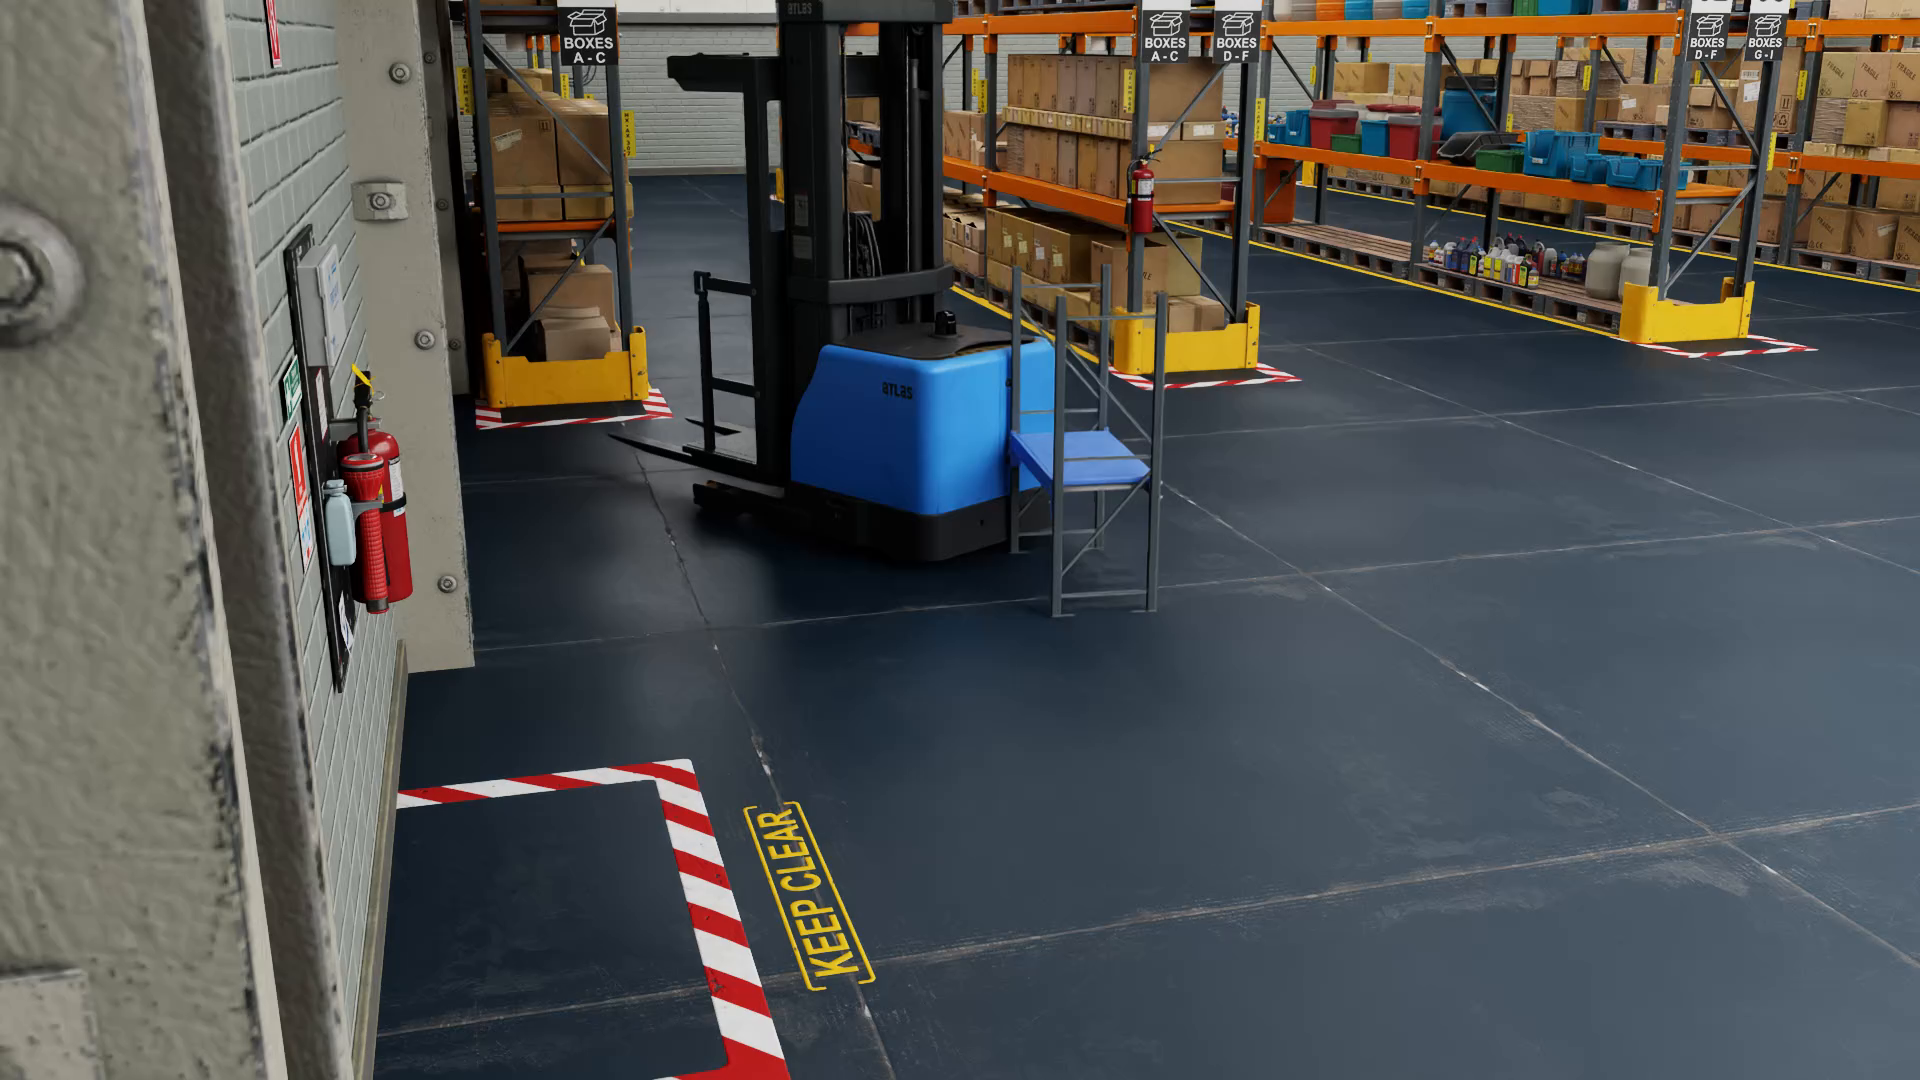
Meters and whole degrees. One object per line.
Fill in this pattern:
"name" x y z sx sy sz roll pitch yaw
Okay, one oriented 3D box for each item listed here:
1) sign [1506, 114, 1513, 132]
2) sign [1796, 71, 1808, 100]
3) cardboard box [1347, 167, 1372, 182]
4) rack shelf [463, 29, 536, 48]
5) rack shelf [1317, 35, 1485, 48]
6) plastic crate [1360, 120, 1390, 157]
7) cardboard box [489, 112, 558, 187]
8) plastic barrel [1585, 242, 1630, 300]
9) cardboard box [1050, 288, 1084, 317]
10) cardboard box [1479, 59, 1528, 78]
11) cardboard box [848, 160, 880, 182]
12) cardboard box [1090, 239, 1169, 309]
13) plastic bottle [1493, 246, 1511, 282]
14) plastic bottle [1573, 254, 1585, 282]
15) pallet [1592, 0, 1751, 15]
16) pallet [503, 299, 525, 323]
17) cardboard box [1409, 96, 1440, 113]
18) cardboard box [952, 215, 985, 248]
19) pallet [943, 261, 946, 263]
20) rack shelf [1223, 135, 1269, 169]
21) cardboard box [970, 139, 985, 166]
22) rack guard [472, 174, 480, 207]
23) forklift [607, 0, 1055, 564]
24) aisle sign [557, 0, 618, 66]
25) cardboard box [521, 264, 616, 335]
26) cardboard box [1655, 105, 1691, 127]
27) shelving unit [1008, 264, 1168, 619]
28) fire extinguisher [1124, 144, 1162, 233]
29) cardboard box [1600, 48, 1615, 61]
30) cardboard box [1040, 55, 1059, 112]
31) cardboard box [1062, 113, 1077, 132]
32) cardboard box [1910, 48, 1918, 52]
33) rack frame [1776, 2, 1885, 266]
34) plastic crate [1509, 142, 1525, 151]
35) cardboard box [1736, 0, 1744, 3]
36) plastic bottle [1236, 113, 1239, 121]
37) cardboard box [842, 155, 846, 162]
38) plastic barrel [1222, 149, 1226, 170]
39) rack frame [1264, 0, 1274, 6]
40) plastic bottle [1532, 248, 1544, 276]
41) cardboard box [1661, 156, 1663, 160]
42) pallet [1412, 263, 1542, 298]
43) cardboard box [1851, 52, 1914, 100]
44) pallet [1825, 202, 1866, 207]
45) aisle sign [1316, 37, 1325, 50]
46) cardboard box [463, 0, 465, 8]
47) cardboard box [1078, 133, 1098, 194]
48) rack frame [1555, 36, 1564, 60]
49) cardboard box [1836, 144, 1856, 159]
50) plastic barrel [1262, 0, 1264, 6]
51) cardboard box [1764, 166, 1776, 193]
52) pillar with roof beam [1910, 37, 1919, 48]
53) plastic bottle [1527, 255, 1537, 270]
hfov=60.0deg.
"sign" 6.044 -4.533 18.347 0.100 0.325 0.005 -5 17 -15
"sign" 9.742 -5.261 19.240 0.100 0.325 0.005 -5 17 -15
"cardboard box" 7.480 -6.832 29.445 0.875 0.875 0.875 -5 17 -15
"rack shelf" -6.761 -7.435 24.525 1.077 0.370 4.000 -5 17 -15
"rack shelf" 7.526 -8.610 28.436 1.077 0.370 4.000 -5 17 -15
"plastic crate" 4.910 -4.633 19.188 0.392 0.384 0.575 -5 17 -15
"cardboard box" -3.248 -2.881 12.250 0.500 0.500 0.500 -5 17 -16
"plastic barrel" 6.219 -2.578 15.914 0.421 0.512 0.421 0 17 0
"cardboard box" 1.128 -2.148 14.937 0.500 0.250 0.500 -5 17 -15
"cardboard box" 8.437 -7.126 25.543 0.797 0.503 0.637 -5 17 -15
"cardboard box" -1.276 -5.125 23.077 0.500 0.250 0.500 -5 17 -15
"cardboard box" 1.414 -2.231 13.911 0.500 0.500 0.500 -5 17 -15
"plastic bottle" 5.555 -2.825 16.981 0.144 0.351 0.185 -4 17 -13
"plastic bottle" 6.319 -2.778 16.965 0.097 0.271 0.097 0 17 0
"pallet" 6.478 -4.836 14.952 1.003 0.211 1.213 -5 17 -15
"pallet" -3.795 -2.058 15.437 1.003 0.211 1.213 -5 17 -15
"cardboard box" 7.702 -7.136 27.239 0.500 0.250 0.500 -5 17 -16
"cardboard box" 0.213 -3.355 17.981 0.500 0.311 0.500 -4 17 -14
"pallet" 0.170 -3.173 19.147 1.003 0.211 1.213 -5 17 -15
"rack shelf" 3.863 -5.675 23.881 1.077 0.370 4.000 -5 17 -15
"cardboard box" 0.330 -4.134 17.733 0.396 0.266 0.258 -5 17 -17
"rack guard" -7.318 -5.705 27.077 1.175 0.500 0.348 -5 17 -15
"forklift" -0.881 -1.623 9.260 3.031 2.935 1.130 15 23 41
"aisle sign" -2.606 -3.719 11.600 0.394 0.787 0.004 -5 17 -15
"cardboard box" -3.328 -2.047 14.132 0.700 0.500 0.500 -6 18 -19
"cardboard box" 9.415 -5.505 21.596 0.500 0.250 0.500 -5 17 -17
"shelving unit" 0.591 -0.512 8.051 0.538 1.500 1.048 -3 17 -9
"fire extinguisher" 1.434 -2.756 13.049 0.296 0.674 0.183 -5 17 -15
"cardboard box" 11.908 -8.674 30.186 0.500 0.500 0.500 -5 17 -16
"cardboard box" 1.154 -4.238 15.418 0.700 0.500 0.500 -5 17 -15
"cardboard box" 1.131 -3.741 14.890 0.380 0.149 0.250 -5 17 -16
"cardboard box" 17.246 -8.727 29.751 0.380 0.149 0.250 -4 17 -14
"rack frame" 10.275 -4.751 19.556 1.000 3.000 0.127 -5 17 -15
"plastic crate" 6.077 -4.004 17.326 0.499 0.251 0.616 -5 17 -15
"cardboard box" 9.981 -6.837 20.375 0.797 0.503 0.637 -4 17 -13
"plastic bottle" 4.073 -6.088 24.221 0.152 0.276 0.135 -5 17 -15
"cardboard box" -2.163 -6.171 27.863 0.500 0.500 0.500 -5 17 -15
"plastic barrel" 3.641 -5.421 24.703 0.600 0.901 0.708 -5 17 -15
"rack frame" 4.413 -8.339 21.073 1.000 3.000 0.127 -5 17 -15
"plastic bottle" 6.047 -2.918 17.409 0.061 0.283 0.133 -5 17 -15
"cardboard box" 12.416 -6.595 28.883 0.380 0.149 0.250 -4 17 -15
"pallet" 5.657 -2.835 18.024 1.003 0.211 1.213 -5 17 -15
"cardboard box" 10.293 -5.138 18.413 0.500 0.500 0.500 -5 17 -15
"pallet" 13.759 -5.103 25.573 1.003 0.211 1.213 -5 17 -15
"aisle sign" 6.668 -9.312 30.219 0.394 0.787 0.004 -5 17 -15
"cardboard box" -3.429 -4.194 12.277 0.500 0.500 0.500 -5 17 -15
"cardboard box" 1.452 -3.324 14.628 0.700 0.500 0.500 -5 17 -15
"rack frame" 11.773 -8.435 31.818 1.000 3.000 0.127 -5 17 -15
"cardboard box" 10.196 -4.411 18.858 0.380 0.149 0.250 -5 17 -15
"plastic barrel" 4.260 -7.467 21.905 0.600 0.830 0.708 -5 17 -15
"cardboard box" 13.125 -5.817 26.718 0.500 0.500 0.500 -4 17 -14
"pillar with roof beam" 17.263 -12.598 35.248 9.100 9.000 0.400 -5 17 -15
"plastic bottle" 5.745 -2.717 16.740 0.061 0.283 0.133 -5 17 -15
